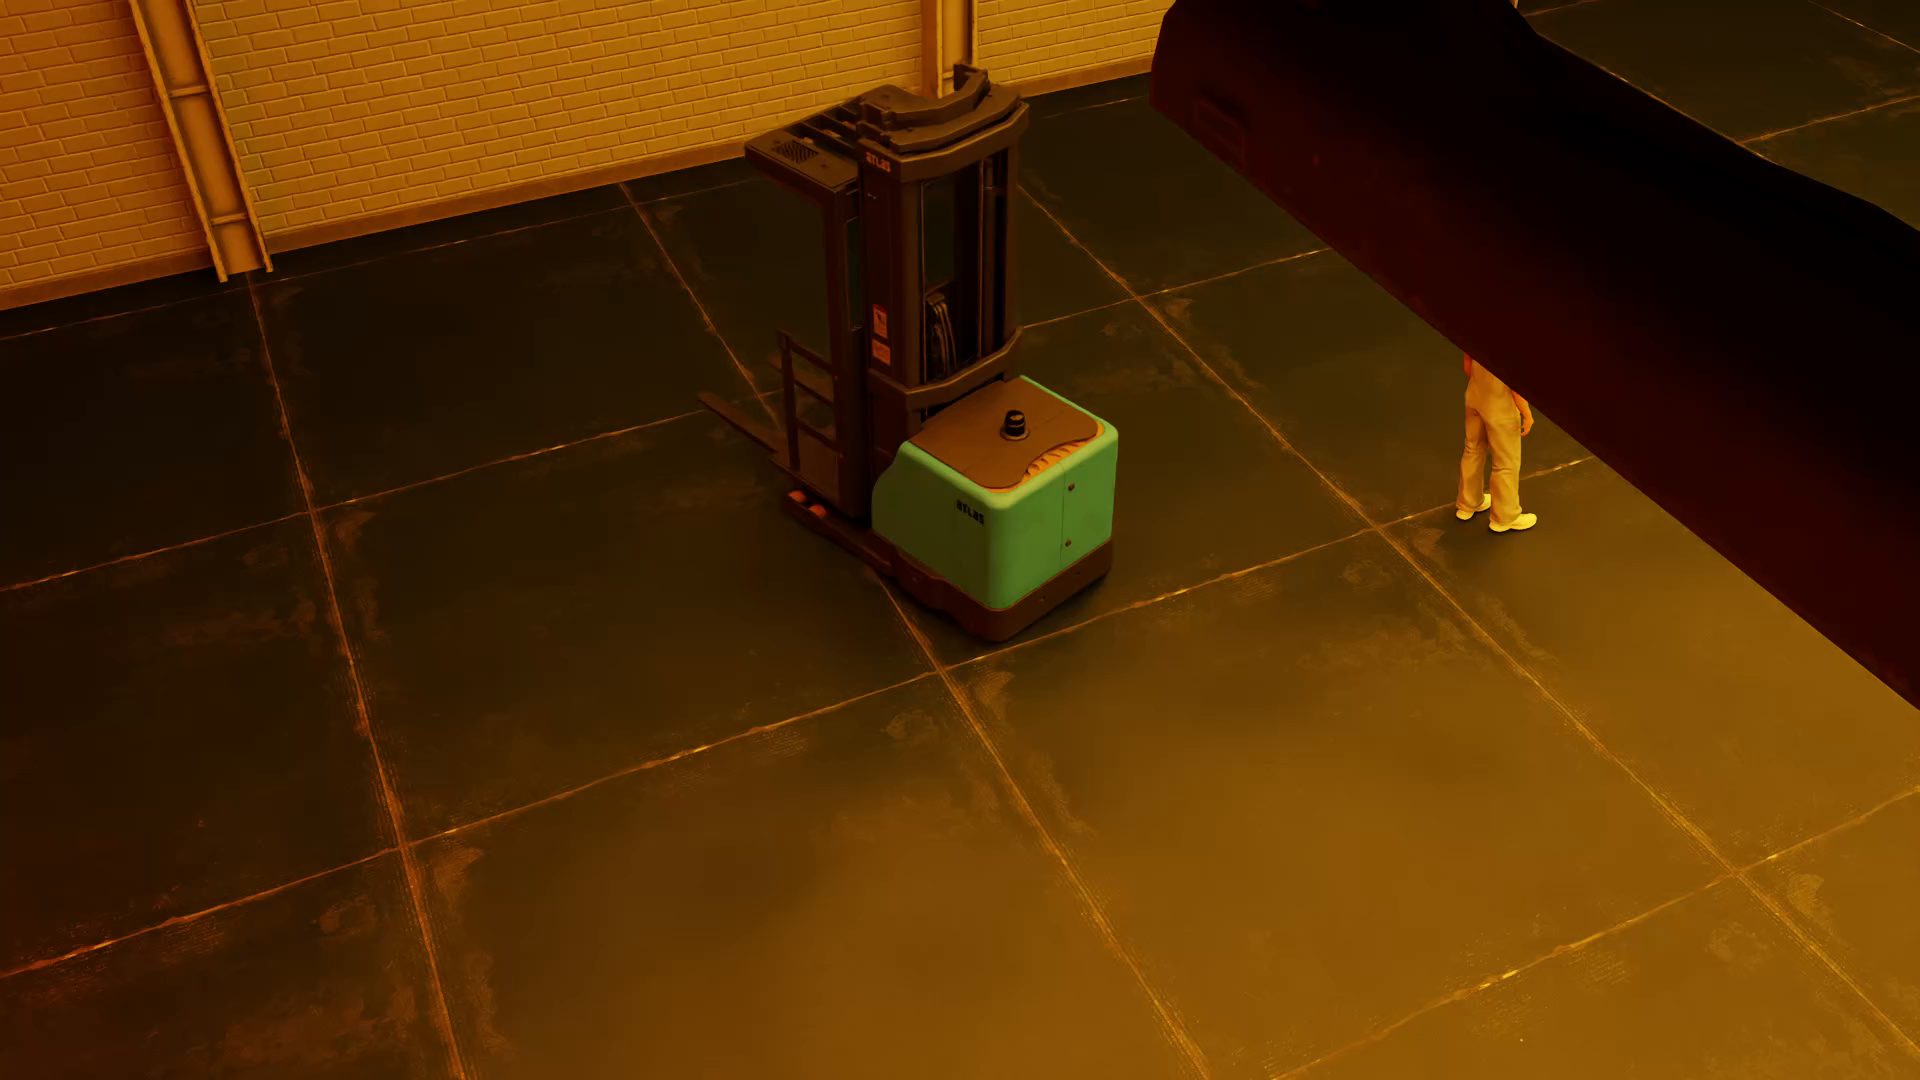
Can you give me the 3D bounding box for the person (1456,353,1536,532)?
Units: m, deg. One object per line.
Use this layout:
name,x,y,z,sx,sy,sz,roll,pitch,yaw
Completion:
person,3.253,-0.815,9.961,0.548,1.673,0.549,-17,43,-20

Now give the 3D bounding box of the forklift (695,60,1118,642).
forklift,-0.477,-1.389,9.680,1.130,2.935,3.031,-32,49,-33
